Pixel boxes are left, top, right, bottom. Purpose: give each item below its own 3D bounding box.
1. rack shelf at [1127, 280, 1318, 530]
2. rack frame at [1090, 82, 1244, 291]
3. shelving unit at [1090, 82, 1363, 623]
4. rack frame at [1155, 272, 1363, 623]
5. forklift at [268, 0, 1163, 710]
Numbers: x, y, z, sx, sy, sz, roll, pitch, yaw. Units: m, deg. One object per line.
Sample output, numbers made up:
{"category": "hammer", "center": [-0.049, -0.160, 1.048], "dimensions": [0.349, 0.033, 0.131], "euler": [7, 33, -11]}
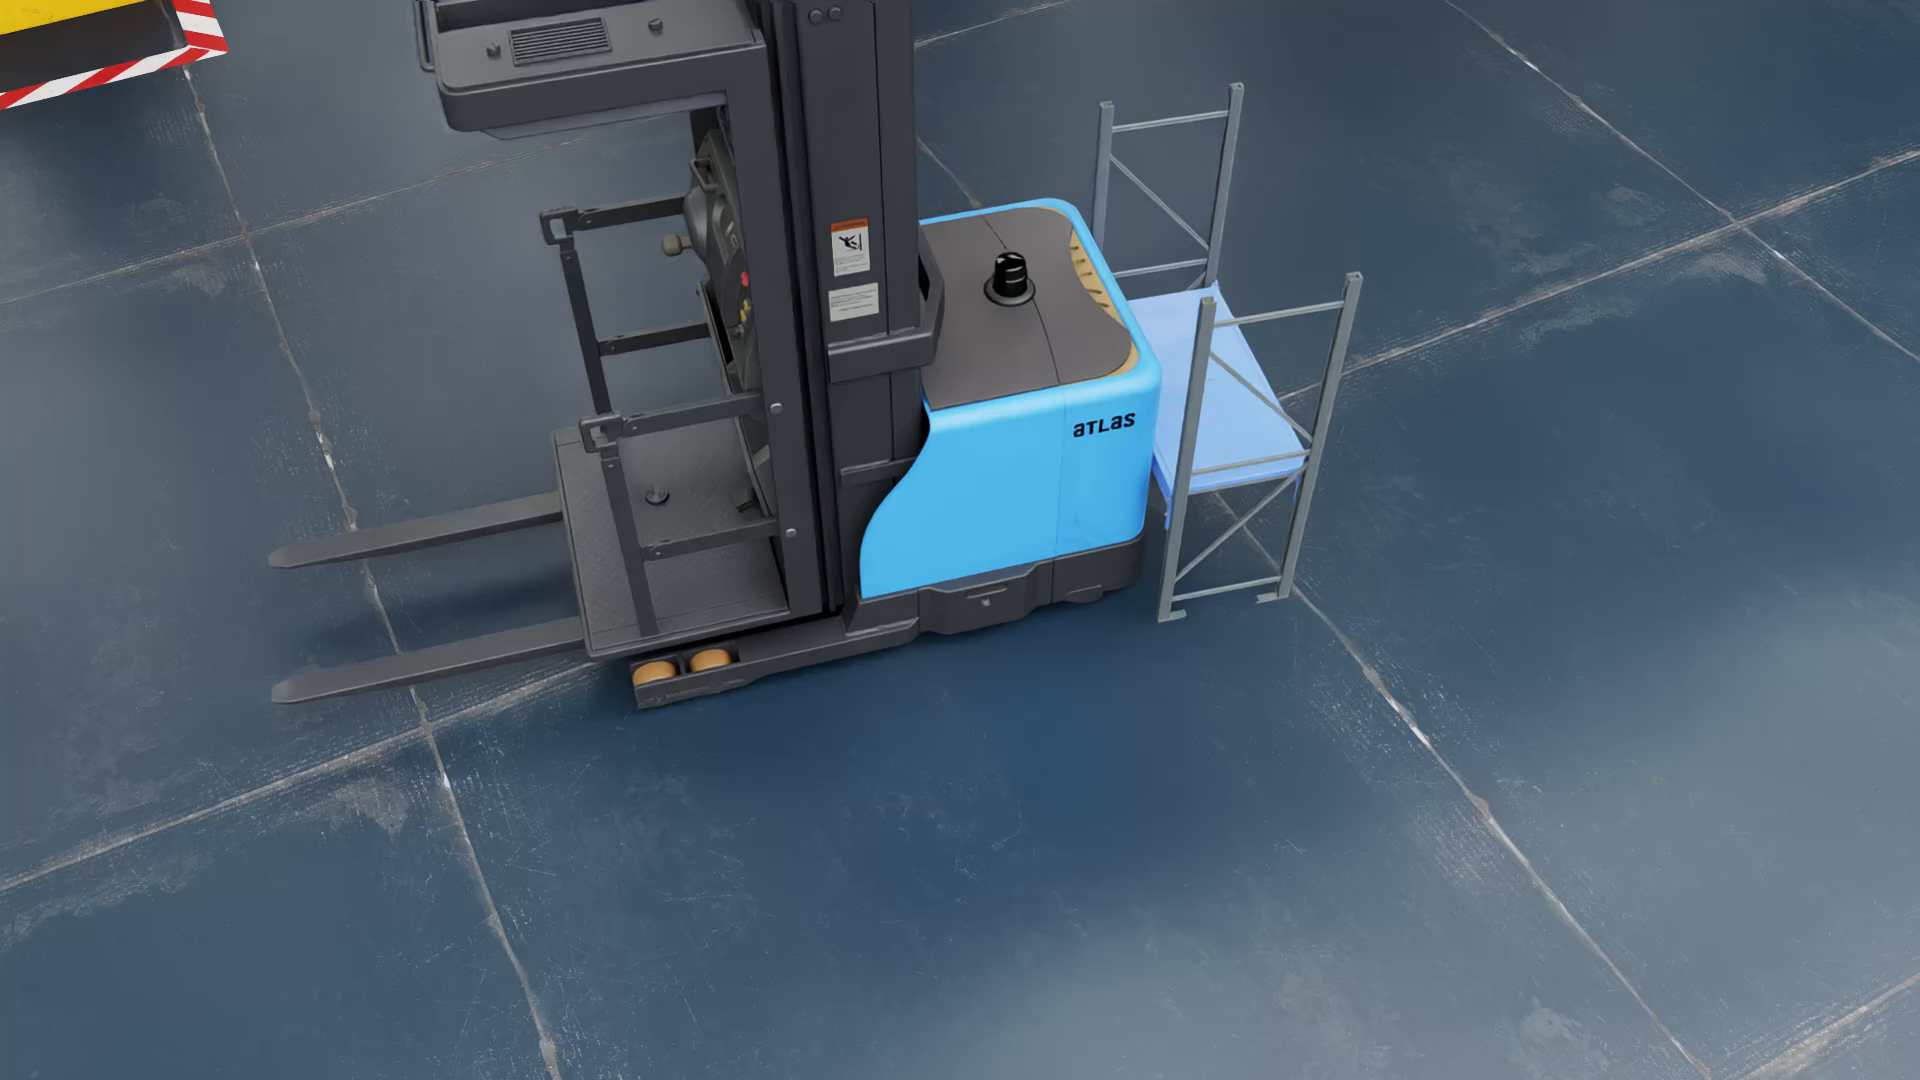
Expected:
{"category": "rack shelf", "center": [0.831, -0.504, 5.934], "dimensions": [0.538, 0.185, 1.000], "euler": [-10, 50, -9]}
{"category": "rack frame", "center": [0.710, -0.994, 6.123], "dimensions": [0.500, 1.500, 0.032], "euler": [-10, 50, -9]}
{"category": "shelving unit", "center": [0.831, -0.623, 5.798], "dimensions": [0.538, 1.500, 1.048], "euler": [-10, 50, -9]}
{"category": "rack frame", "center": [0.951, -0.251, 5.473], "dimensions": [0.500, 1.500, 0.032], "euler": [-10, 50, -9]}
{"category": "forklift", "center": [-0.909, -0.836, 5.034], "dimensions": [3.031, 2.935, 1.130], "euler": [-12, 50, -10]}
